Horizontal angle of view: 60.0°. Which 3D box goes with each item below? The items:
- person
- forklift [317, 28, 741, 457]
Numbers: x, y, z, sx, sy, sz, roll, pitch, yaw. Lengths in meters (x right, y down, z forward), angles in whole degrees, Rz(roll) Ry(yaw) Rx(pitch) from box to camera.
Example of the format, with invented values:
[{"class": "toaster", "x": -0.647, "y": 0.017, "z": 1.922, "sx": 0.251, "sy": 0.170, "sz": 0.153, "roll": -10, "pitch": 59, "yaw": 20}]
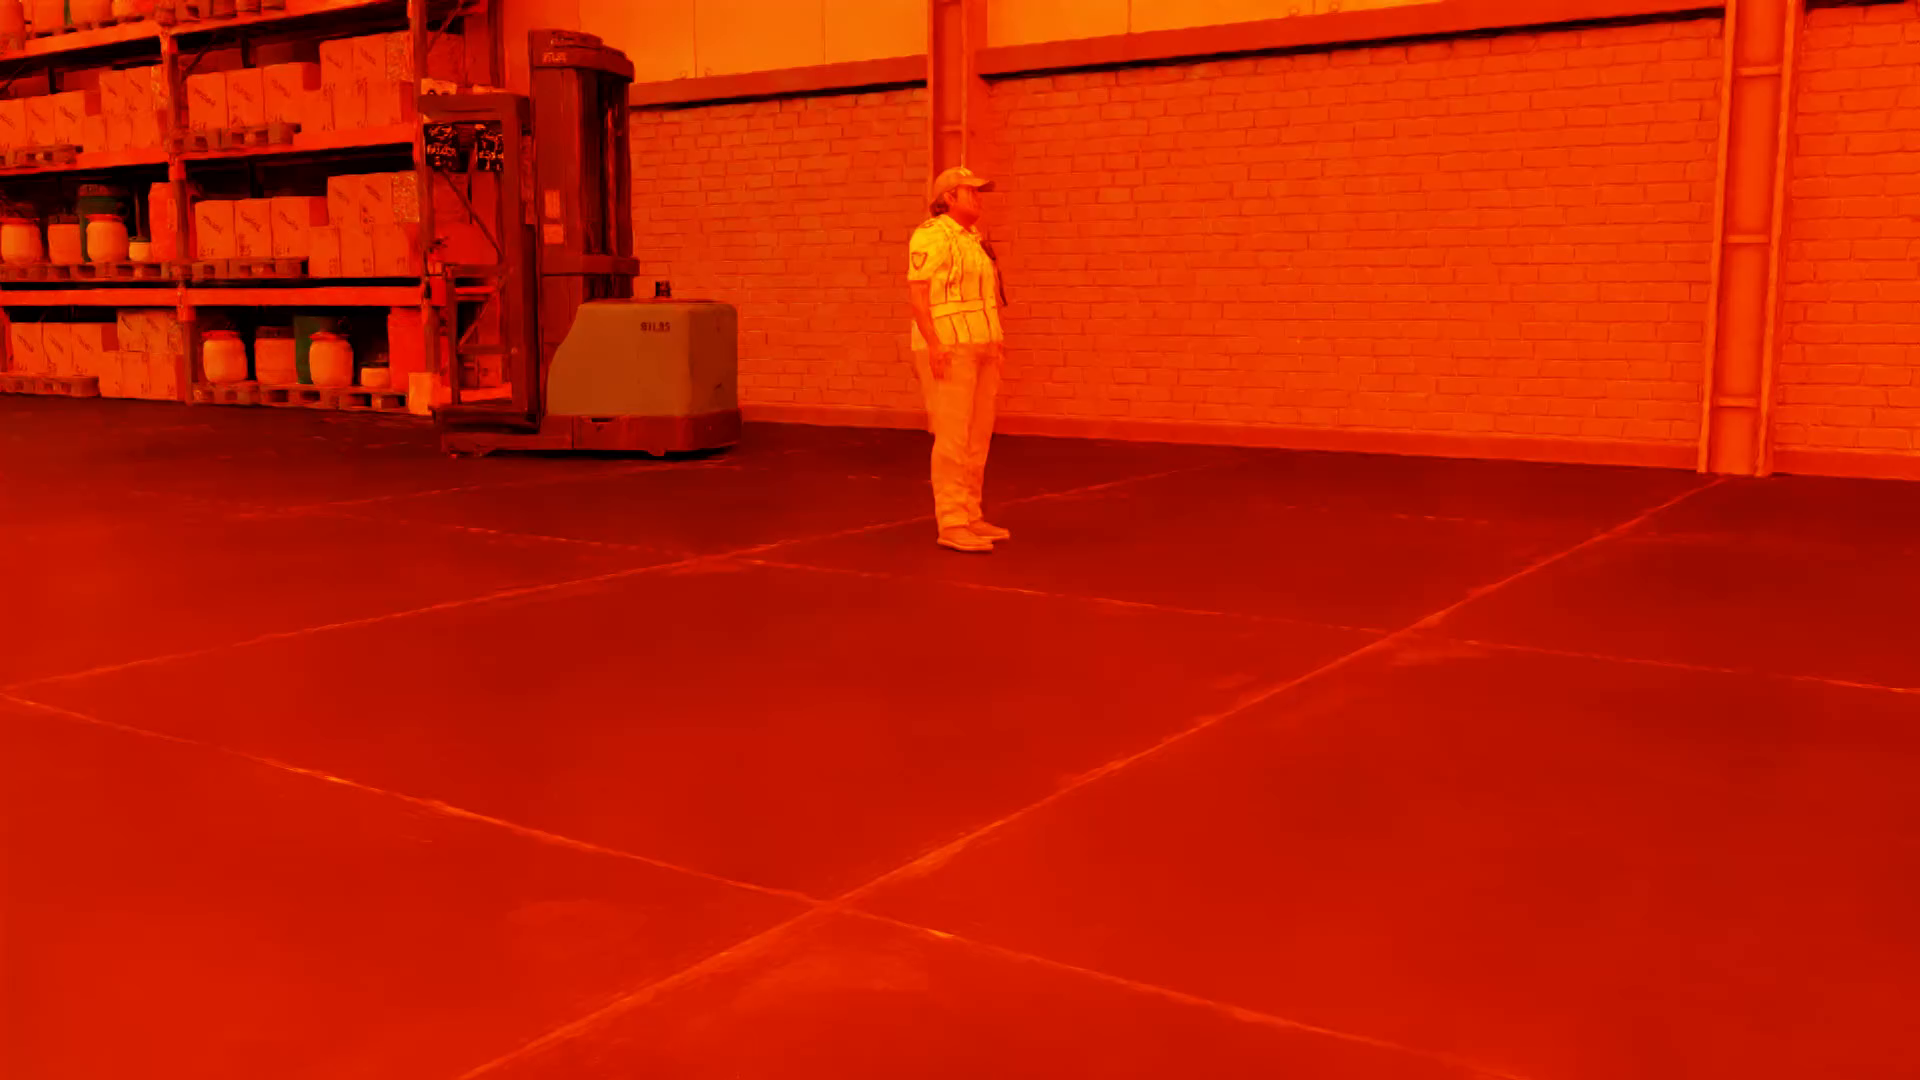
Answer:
[{"class": "person", "x": 0.052, "y": -0.823, "z": 7.424, "sx": 0.527, "sy": 1.669, "sz": 0.598, "roll": 5, "pitch": 10, "yaw": 34}, {"class": "forklift", "x": -3.191, "y": -2.109, "z": 12.027, "sx": 3.031, "sy": 2.935, "sz": 1.130, "roll": 2, "pitch": 8, "yaw": 14}]
